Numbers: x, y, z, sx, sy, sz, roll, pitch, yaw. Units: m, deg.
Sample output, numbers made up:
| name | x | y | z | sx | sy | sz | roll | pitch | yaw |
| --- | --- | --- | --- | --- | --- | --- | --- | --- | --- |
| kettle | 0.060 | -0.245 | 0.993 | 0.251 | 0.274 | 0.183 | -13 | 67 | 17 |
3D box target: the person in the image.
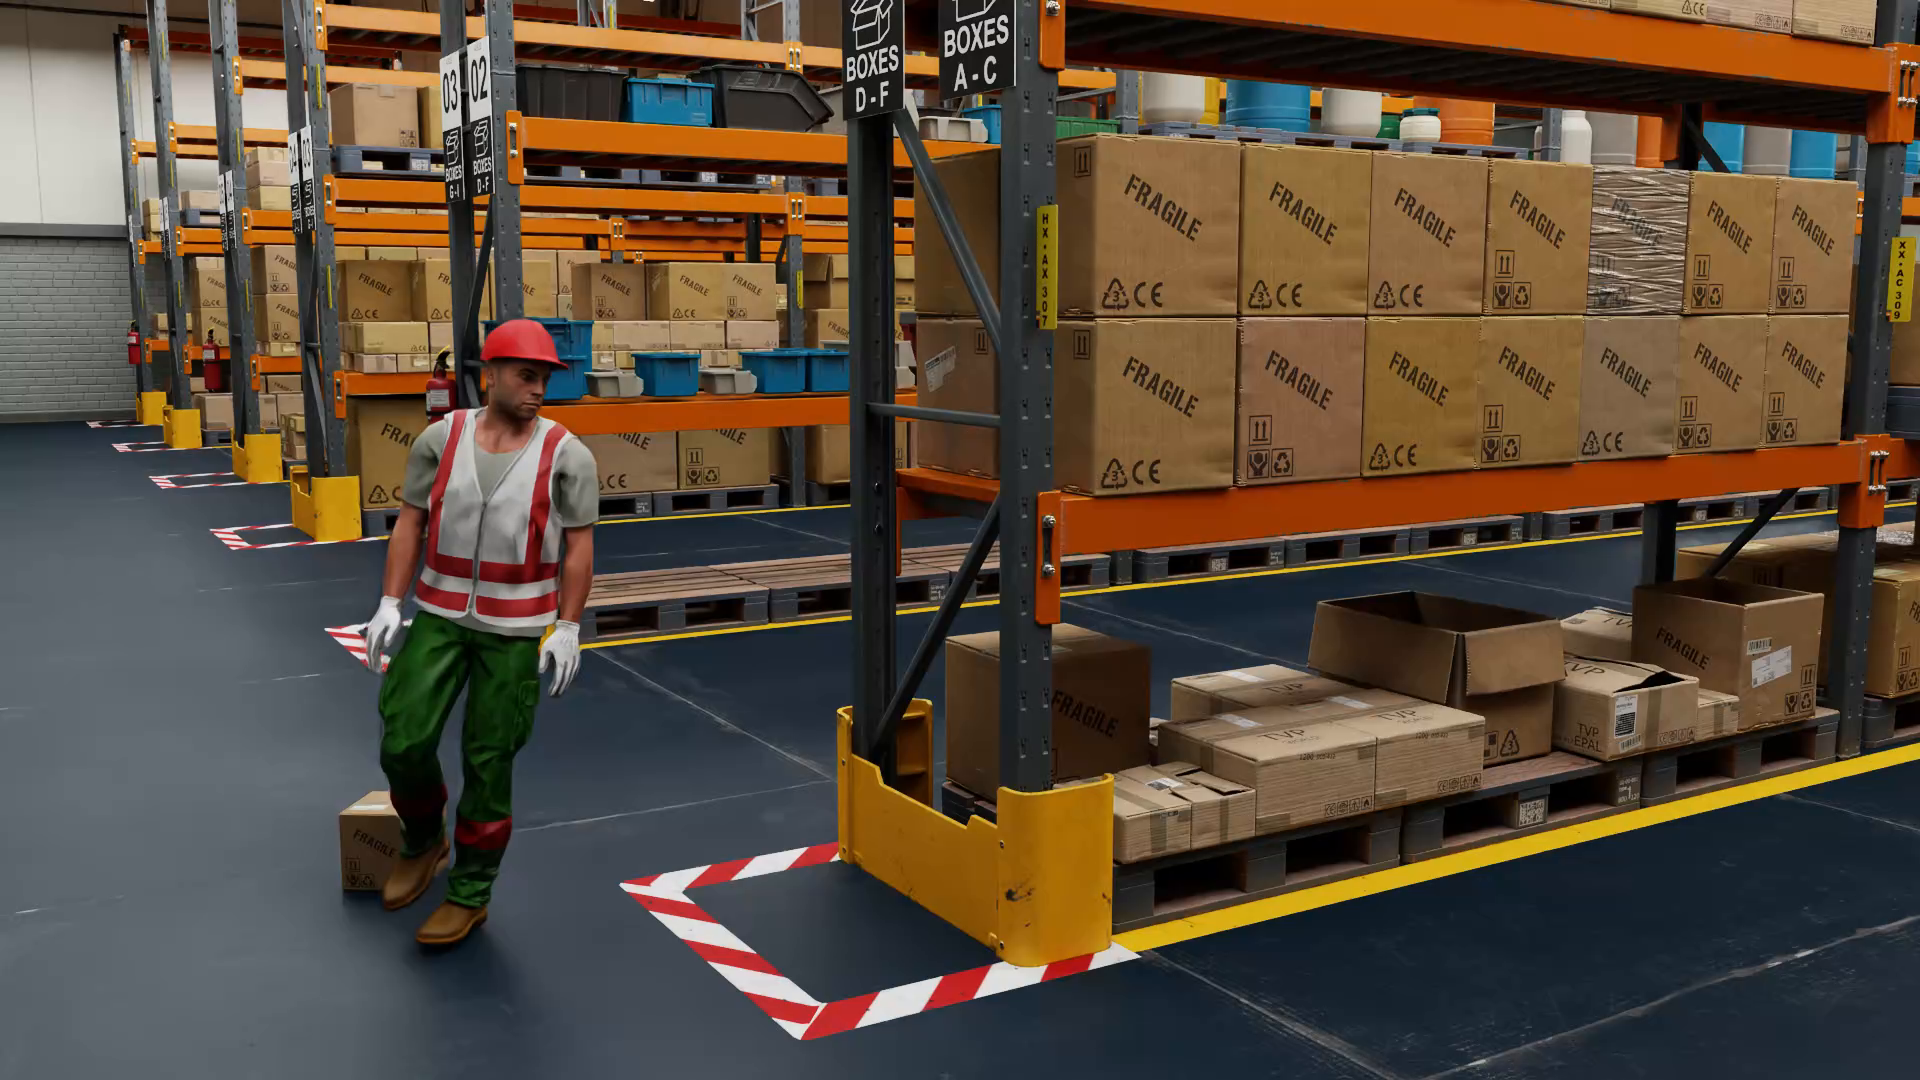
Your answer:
| name | x | y | z | sx | sy | sz | roll | pitch | yaw |
| --- | --- | --- | --- | --- | --- | --- | --- | --- | --- |
| person | -1.368 | 0.264 | 4.738 | 0.658 | 1.774 | 0.438 | 0 | 8 | 0 |
